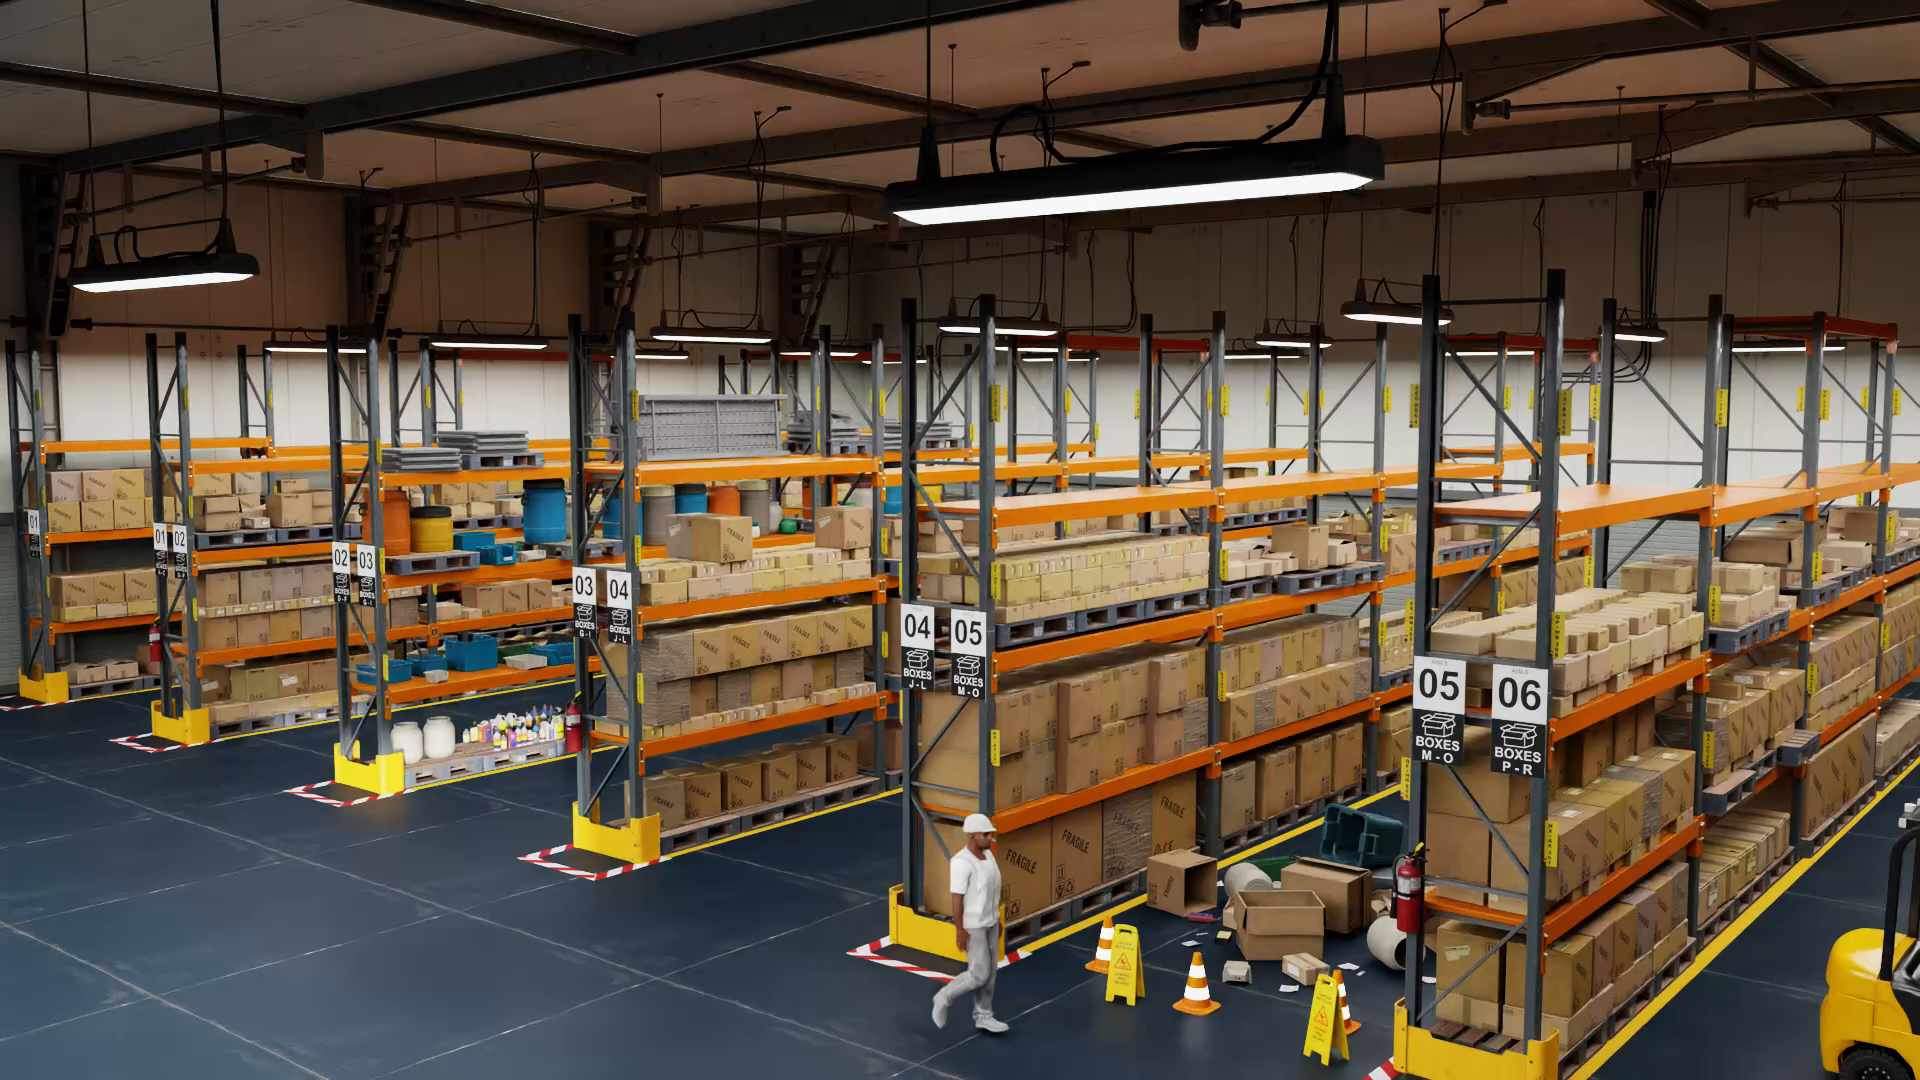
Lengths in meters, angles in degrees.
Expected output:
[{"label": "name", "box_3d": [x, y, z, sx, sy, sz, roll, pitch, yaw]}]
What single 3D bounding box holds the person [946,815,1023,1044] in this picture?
[{"label": "person", "box_3d": [0.228, 3.120, 13.371, 0.653, 1.814, 0.591, 1, 5, 7]}]
